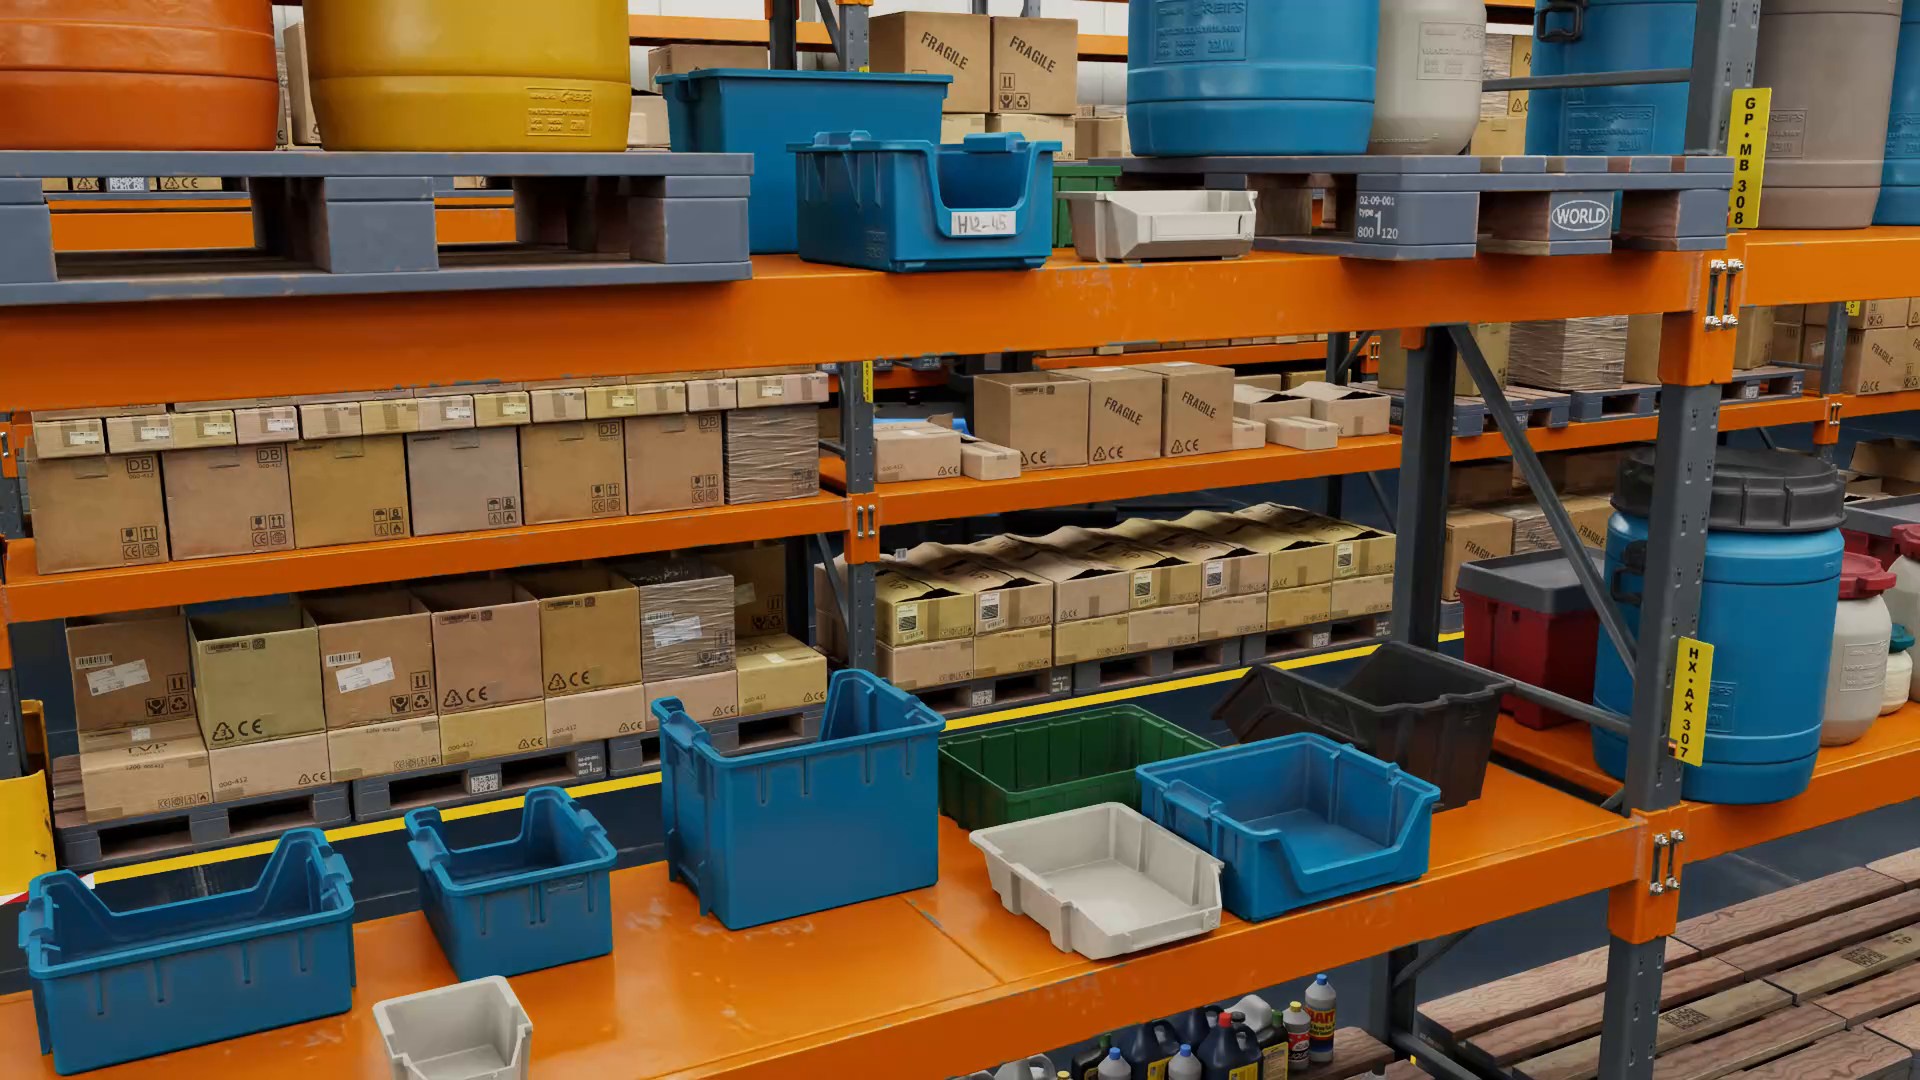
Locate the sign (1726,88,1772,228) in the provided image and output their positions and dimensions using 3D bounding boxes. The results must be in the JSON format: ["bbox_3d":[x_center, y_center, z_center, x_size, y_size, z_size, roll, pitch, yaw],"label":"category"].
[{"bbox_3d":[1.886,-0.916,3.995,0.005,0.325,0.100,-7,14,-28],"label":"sign"}]

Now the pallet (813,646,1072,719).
[{"bbox_3d":[-0.110,0.765,9.729,1.213,0.211,1.003,-7,14,-28],"label":"pallet"}]

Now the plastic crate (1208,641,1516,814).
[{"bbox_3d":[1.112,0.505,4.673,0.504,0.338,0.767,-7,14,-28],"label":"plastic crate"}]

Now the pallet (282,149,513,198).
[{"bbox_3d":[-2.543,-1.708,7.738,1.213,0.211,1.003,-7,14,-28],"label":"pallet"}]

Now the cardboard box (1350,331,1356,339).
[{"bbox_3d":[3.746,-2.103,16.650,0.250,0.149,0.380,-7,14,-27],"label":"cardboard box"}]

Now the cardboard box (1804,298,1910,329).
[{"bbox_3d":[6.833,-1.884,12.643,0.500,0.500,0.500,-6,14,-26],"label":"cardboard box"}]

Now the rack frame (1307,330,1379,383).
[{"bbox_3d":[3.907,-2.306,17.025,0.127,3.000,1.000,-7,14,-28],"label":"rack frame"}]

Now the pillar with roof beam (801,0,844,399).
[{"bbox_3d":[0.904,-4.013,10.943,0.400,9.000,9.100,-7,14,-28],"label":"pillar with roof beam"}]

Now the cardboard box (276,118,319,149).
[{"bbox_3d":[-4.810,-2.718,11.750,0.500,0.500,0.500,-6,14,-24],"label":"cardboard box"}]

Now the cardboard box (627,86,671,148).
[{"bbox_3d":[-1.780,-2.144,8.402,0.500,0.311,0.500,-8,15,-31],"label":"cardboard box"}]

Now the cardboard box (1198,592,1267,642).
[{"bbox_3d":[1.535,0.415,10.239,0.500,0.250,0.500,-6,14,-27],"label":"cardboard box"}]

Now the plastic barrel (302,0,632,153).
[{"bbox_3d":[-0.939,-1.039,3.177,0.600,0.588,0.600,0,13,0],"label":"plastic barrel"}]

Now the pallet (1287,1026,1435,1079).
[{"bbox_3d":[1.023,1.868,4.830,1.213,0.211,1.003,-7,14,-28],"label":"pallet"}]

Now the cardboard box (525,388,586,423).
[{"bbox_3d":[-1.989,-0.672,8.060,0.250,0.149,0.380,-6,14,-26],"label":"cardboard box"}]

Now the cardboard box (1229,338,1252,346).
[{"bbox_3d":[2.610,-1.978,16.093,0.250,0.149,0.380,-7,15,-29],"label":"cardboard box"}]

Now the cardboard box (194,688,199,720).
[{"bbox_3d":[-3.486,0.879,8.179,0.500,0.250,0.500,-7,14,-28],"label":"cardboard box"}]

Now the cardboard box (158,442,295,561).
[{"bbox_3d":[-3.374,-0.241,7.621,0.500,0.500,0.700,-6,14,-26],"label":"cardboard box"}]

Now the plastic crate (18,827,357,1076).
[{"bbox_3d":[-1.582,0.828,3.438,0.616,0.251,0.499,-7,14,-28],"label":"plastic crate"}]

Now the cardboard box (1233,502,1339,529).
[{"bbox_3d":[2.173,-0.070,11.116,0.500,0.311,0.500,-6,14,-26],"label":"cardboard box"}]

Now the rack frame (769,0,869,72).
[{"bbox_3d":[-0.738,-3.437,8.386,0.127,3.000,1.000,-7,14,-28],"label":"rack frame"}]

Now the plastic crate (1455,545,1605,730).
[{"bbox_3d":[1.911,0.303,5.283,0.583,0.464,0.402,-7,14,-28],"label":"plastic crate"}]

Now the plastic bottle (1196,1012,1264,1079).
[{"bbox_3d":[0.794,1.555,4.899,0.185,0.351,0.144,-7,14,-28],"label":"plastic bottle"}]

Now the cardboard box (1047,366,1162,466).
[{"bbox_3d":[0.846,-0.745,9.859,0.500,0.500,0.500,-7,14,-28],"label":"cardboard box"}]

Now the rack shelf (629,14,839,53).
[{"bbox_3d":[-1.359,-4.056,13.684,4.000,0.370,1.077,-7,14,-28],"label":"rack shelf"}]

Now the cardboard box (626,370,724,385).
[{"bbox_3d":[-1.567,-1.091,8.441,0.500,0.500,0.700,-7,14,-28],"label":"cardboard box"}]

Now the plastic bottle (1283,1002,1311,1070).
[{"bbox_3d":[1.054,1.555,5.240,0.097,0.201,0.097,0,13,0],"label":"plastic bottle"}]

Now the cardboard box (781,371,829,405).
[{"bbox_3d":[-0.874,-0.806,8.652,0.250,0.149,0.380,-7,14,-28],"label":"cardboard box"}]

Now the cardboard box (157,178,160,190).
[{"bbox_3d":[-5.960,-2.714,11.734,0.500,0.500,0.500,-7,14,-28],"label":"cardboard box"}]

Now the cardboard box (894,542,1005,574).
[{"bbox_3d":[-0.066,0.199,9.923,0.500,0.311,0.500,-6,14,-26],"label":"cardboard box"}]

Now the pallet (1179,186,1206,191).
[{"bbox_3d":[1.240,-2.096,9.687,1.213,0.211,1.003,-6,14,-25],"label":"pallet"}]

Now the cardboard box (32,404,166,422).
[{"bbox_3d":[-3.786,-0.823,7.254,0.500,0.500,0.700,-7,14,-28],"label":"cardboard box"}]

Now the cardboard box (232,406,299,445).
[{"bbox_3d":[-3.128,-0.535,7.449,0.250,0.149,0.380,-7,14,-29],"label":"cardboard box"}]

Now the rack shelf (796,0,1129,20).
[{"bbox_3d":[1.018,-3.101,9.444,4.000,0.370,1.077,-7,14,-28],"label":"rack shelf"}]

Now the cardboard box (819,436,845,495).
[{"bbox_3d":[-1.141,-0.705,14.602,0.500,0.500,0.700,-7,14,-28],"label":"cardboard box"}]

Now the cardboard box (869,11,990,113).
[{"bbox_3d":[-0.177,-2.529,8.858,0.500,0.500,0.500,-7,14,-27],"label":"cardboard box"}]

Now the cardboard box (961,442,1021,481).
[{"bbox_3d":[0.138,-0.442,9.312,0.250,0.149,0.380,-7,14,-28],"label":"cardboard box"}]

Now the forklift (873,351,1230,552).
[{"bbox_3d":[0.744,-1.429,13.283,3.031,2.935,1.130,0,13,-1],"label":"forklift"}]

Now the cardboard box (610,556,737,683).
[{"bbox_3d":[-1.484,0.402,8.591,0.500,0.500,0.500,-7,14,-28],"label":"cardboard box"}]

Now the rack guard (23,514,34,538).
[{"bbox_3d":[-6.559,0.168,11.725,0.348,0.500,1.175,-7,14,-28],"label":"rack guard"}]

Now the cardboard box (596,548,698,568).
[{"bbox_3d":[-1.730,0.303,9.029,0.500,0.500,0.500,-7,14,-28],"label":"cardboard box"}]

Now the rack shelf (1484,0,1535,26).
[{"bbox_3d":[4.529,-3.522,11.314,4.000,0.370,1.077,-7,14,-28],"label":"rack shelf"}]

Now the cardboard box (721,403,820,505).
[{"bbox_3d":[-1.124,-0.511,8.821,0.500,0.500,0.700,-7,15,-29],"label":"cardboard box"}]

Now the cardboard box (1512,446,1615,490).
[{"bbox_3d":[4.425,-0.551,12.209,0.500,0.250,0.500,-7,15,-29],"label":"cardboard box"}]

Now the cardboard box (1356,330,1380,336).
[{"bbox_3d":[4.391,-2.506,17.232,0.700,0.700,0.980,-7,14,-27],"label":"cardboard box"}]

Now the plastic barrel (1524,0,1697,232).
[{"bbox_3d":[1.975,-1.359,4.841,0.708,0.901,0.600,-7,14,-28],"label":"plastic barrel"}]

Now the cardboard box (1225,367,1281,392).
[{"bbox_3d":[2.620,-1.275,16.382,0.750,0.750,0.750,-6,14,-26],"label":"cardboard box"}]

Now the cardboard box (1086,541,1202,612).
[{"bbox_3d":[1.093,0.195,9.939,0.500,0.311,0.500,-6,14,-26],"label":"cardboard box"}]

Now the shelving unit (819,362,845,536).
[{"bbox_3d":[-1.371,-0.695,13.282,1.083,1.500,0.587,-4,13,-18],"label":"shelving unit"}]

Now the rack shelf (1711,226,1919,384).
[{"bbox_3d":[3.388,-0.878,5.486,4.000,0.370,1.077,-7,14,-28],"label":"rack shelf"}]

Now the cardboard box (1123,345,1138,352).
[{"bbox_3d":[1.457,-1.849,15.521,0.250,0.149,0.380,-7,14,-28],"label":"cardboard box"}]

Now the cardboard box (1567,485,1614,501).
[{"bbox_3d":[4.665,-0.083,11.837,0.500,0.500,0.500,-7,15,-30],"label":"cardboard box"}]

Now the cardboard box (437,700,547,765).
[{"bbox_3d":[-2.354,0.876,8.191,0.500,0.250,0.500,-7,14,-28],"label":"cardboard box"}]

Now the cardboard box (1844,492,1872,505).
[{"bbox_3d":[6.756,-0.257,13.043,0.500,0.311,0.500,-7,14,-28],"label":"cardboard box"}]

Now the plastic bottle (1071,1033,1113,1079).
[{"bbox_3d":[0.395,1.589,4.900,0.133,0.283,0.061,-6,14,-25],"label":"plastic bottle"}]

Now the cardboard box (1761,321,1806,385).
[{"bbox_3d":[6.600,-1.503,13.227,0.500,0.500,0.500,-7,14,-27],"label":"cardboard box"}]
